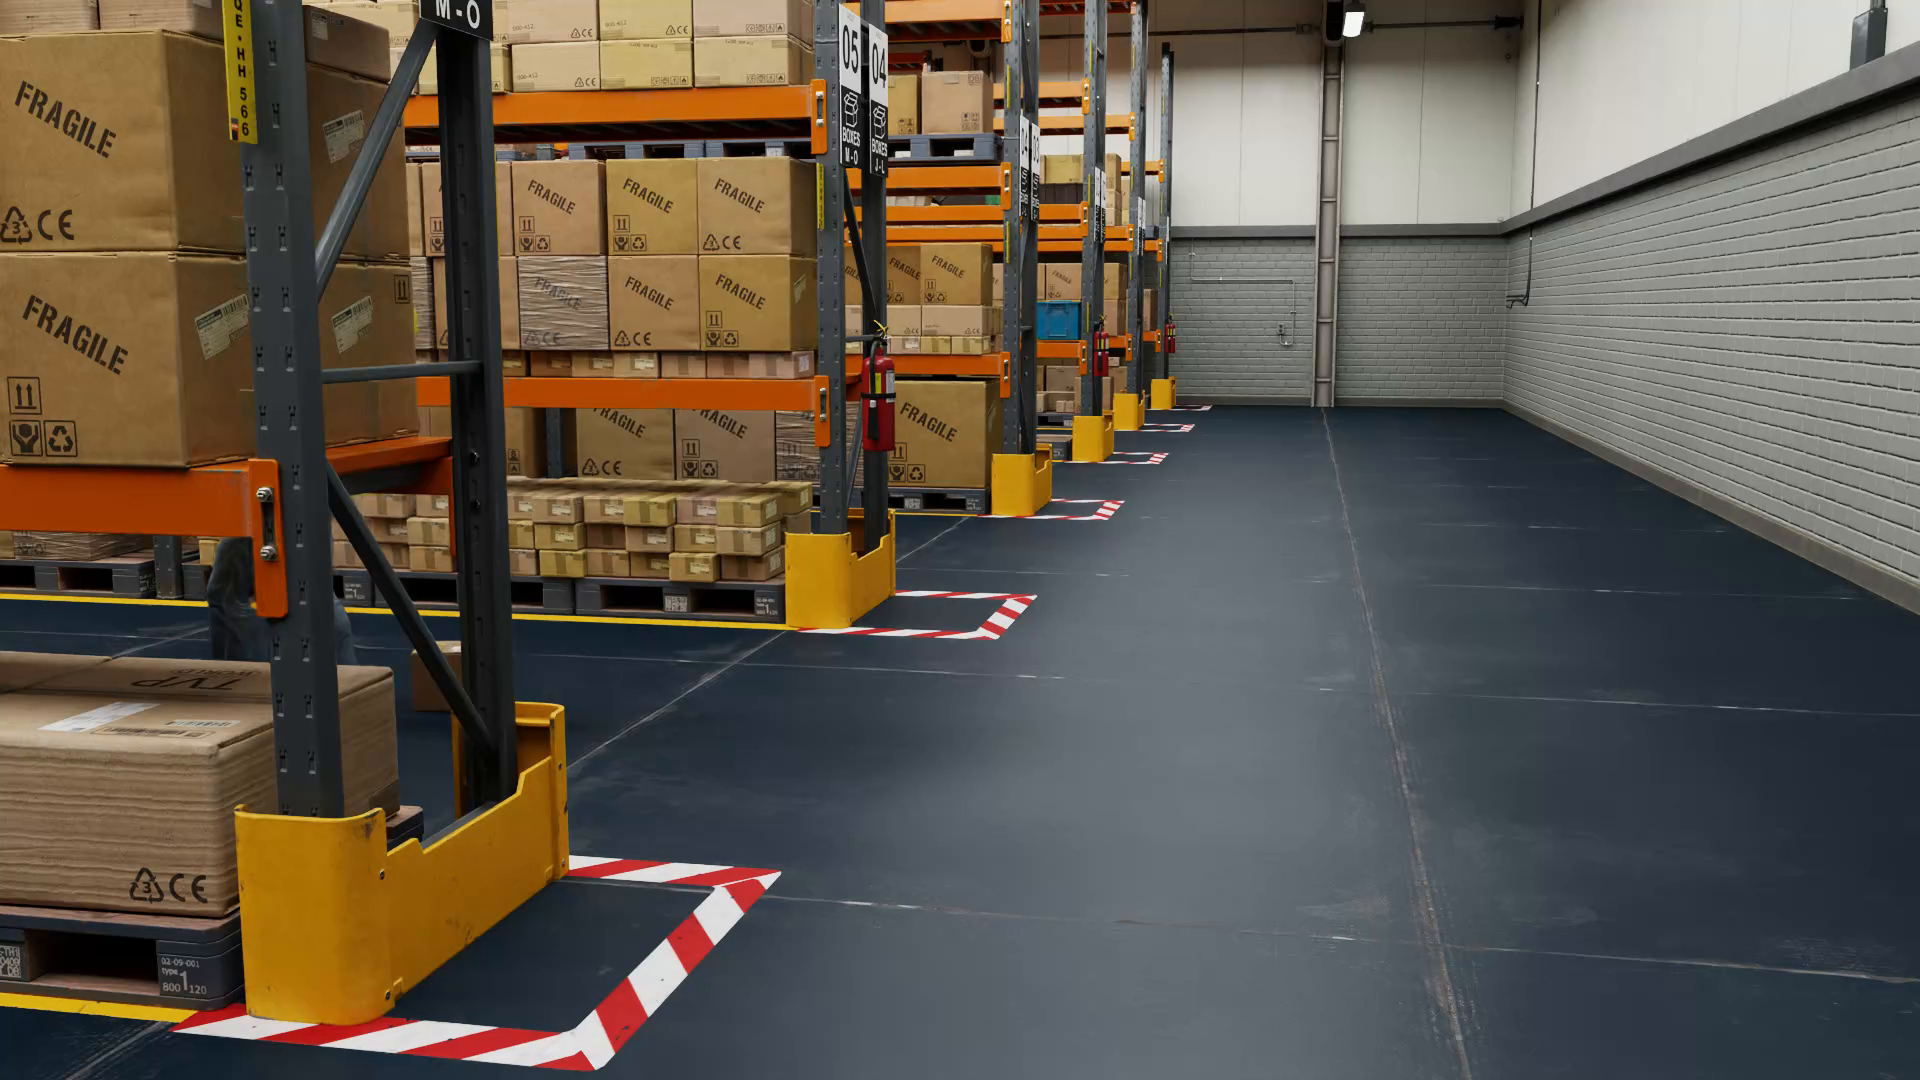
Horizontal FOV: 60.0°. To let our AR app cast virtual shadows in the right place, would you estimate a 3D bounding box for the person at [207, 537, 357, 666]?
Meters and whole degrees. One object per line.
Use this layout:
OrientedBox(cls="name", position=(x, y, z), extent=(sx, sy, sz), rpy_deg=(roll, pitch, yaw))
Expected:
OrientedBox(cls="person", position=(-2.785, -0.122, 6.727), extent=(0.691, 1.823, 0.570), rpy_deg=(1, 8, 6))
